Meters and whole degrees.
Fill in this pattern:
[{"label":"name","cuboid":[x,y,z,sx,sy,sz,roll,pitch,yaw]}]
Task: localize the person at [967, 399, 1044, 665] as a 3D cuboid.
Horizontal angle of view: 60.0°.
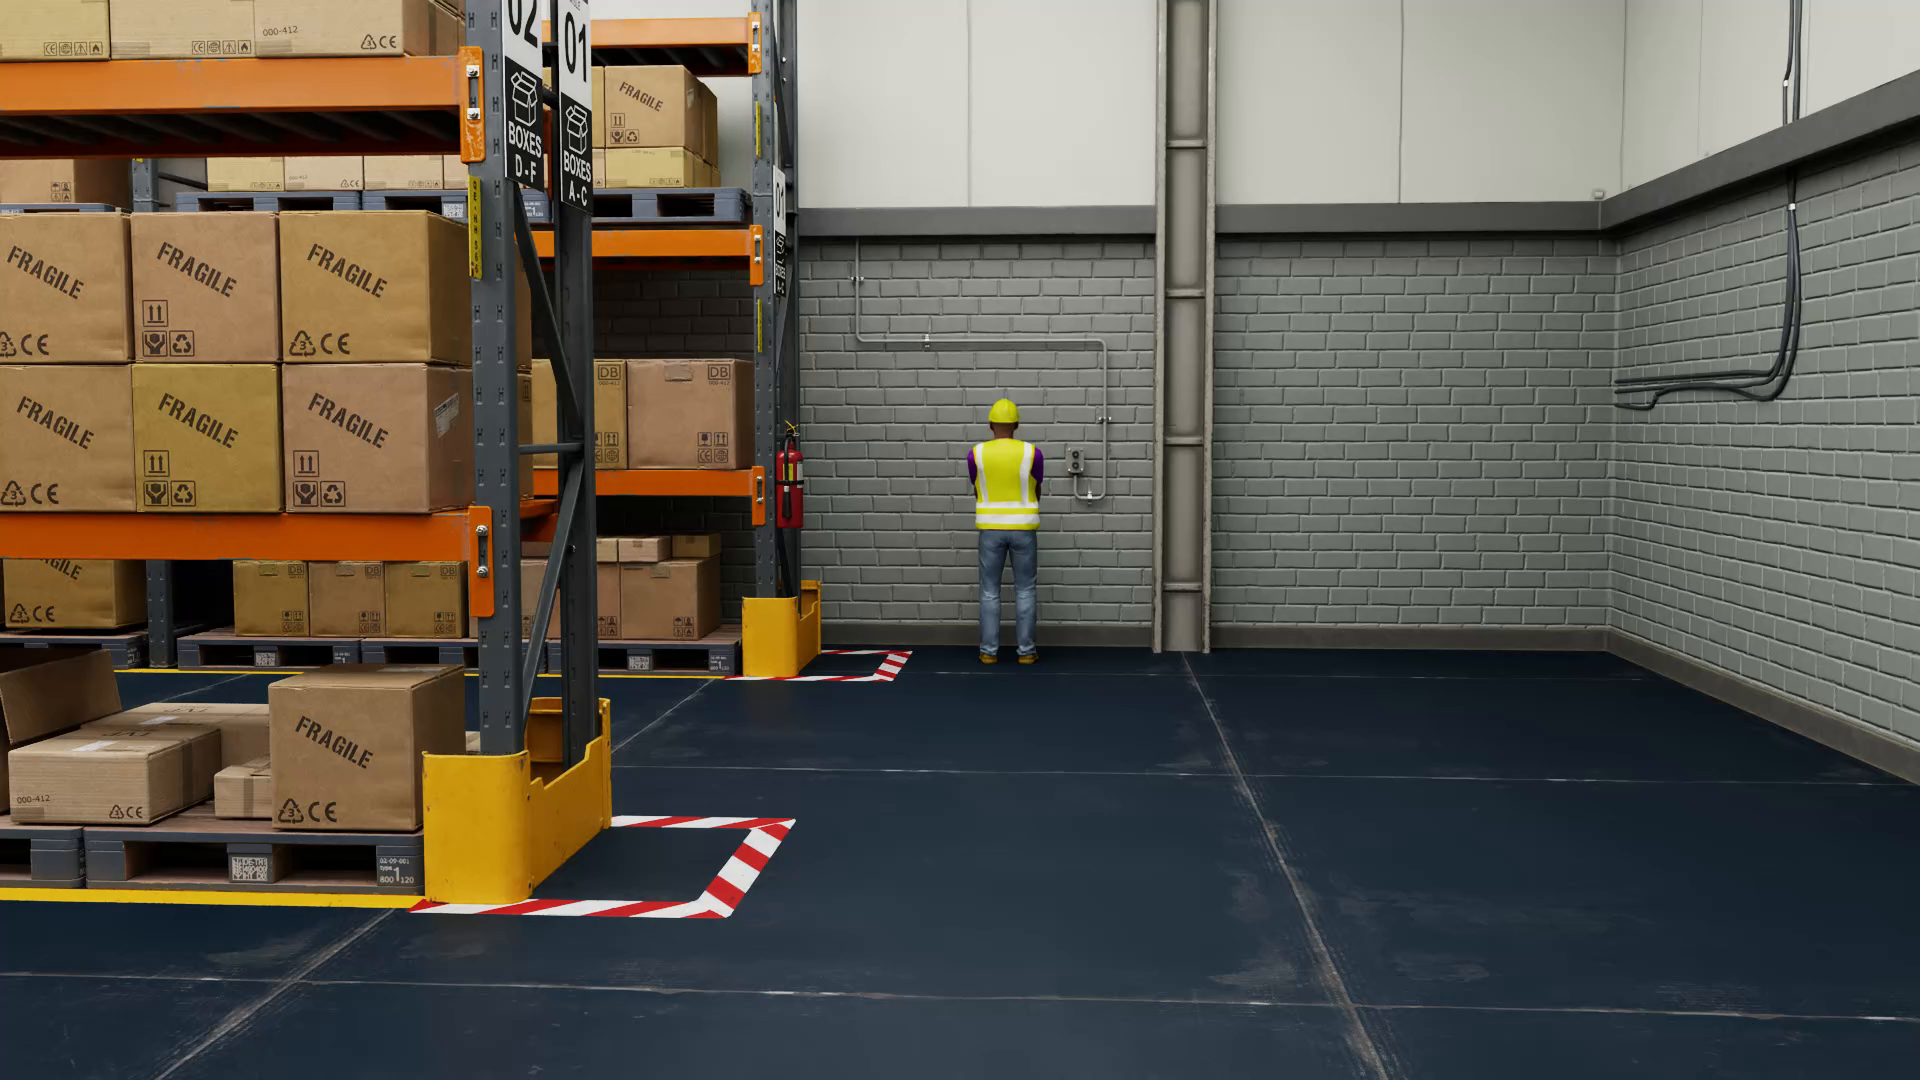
[{"label":"person","cuboid":[0.321,-0.065,11.163,0.484,1.760,0.587,0,4,4]}]
